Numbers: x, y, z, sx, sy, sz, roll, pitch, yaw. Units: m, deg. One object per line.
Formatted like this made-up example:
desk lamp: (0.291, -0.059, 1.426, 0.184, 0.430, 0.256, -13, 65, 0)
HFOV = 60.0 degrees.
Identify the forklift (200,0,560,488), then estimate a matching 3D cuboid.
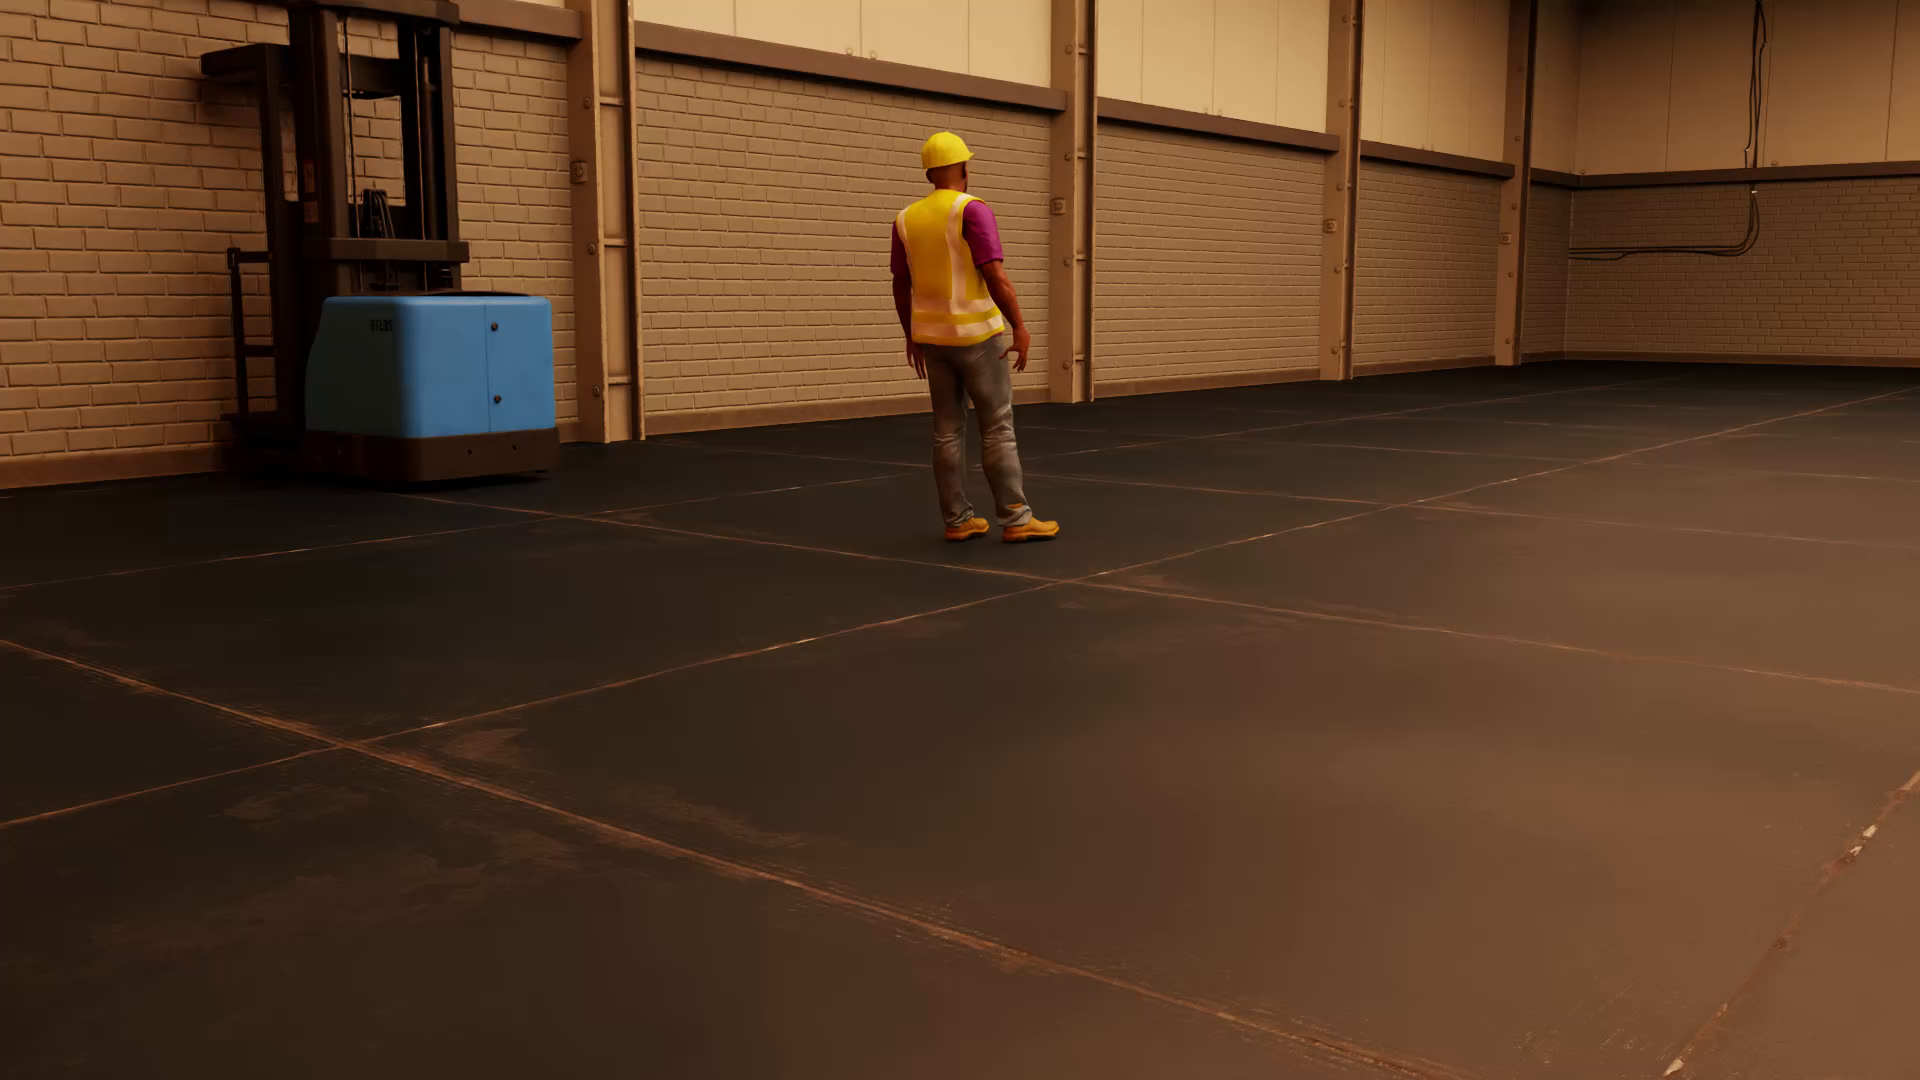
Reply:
forklift: (-3.830, -1.884, 10.155, 3.031, 2.935, 1.130, 7, 11, 38)

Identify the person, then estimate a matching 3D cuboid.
person: (-0.001, -0.909, 7.262, 0.665, 1.709, 0.418, 7, 11, 38)
